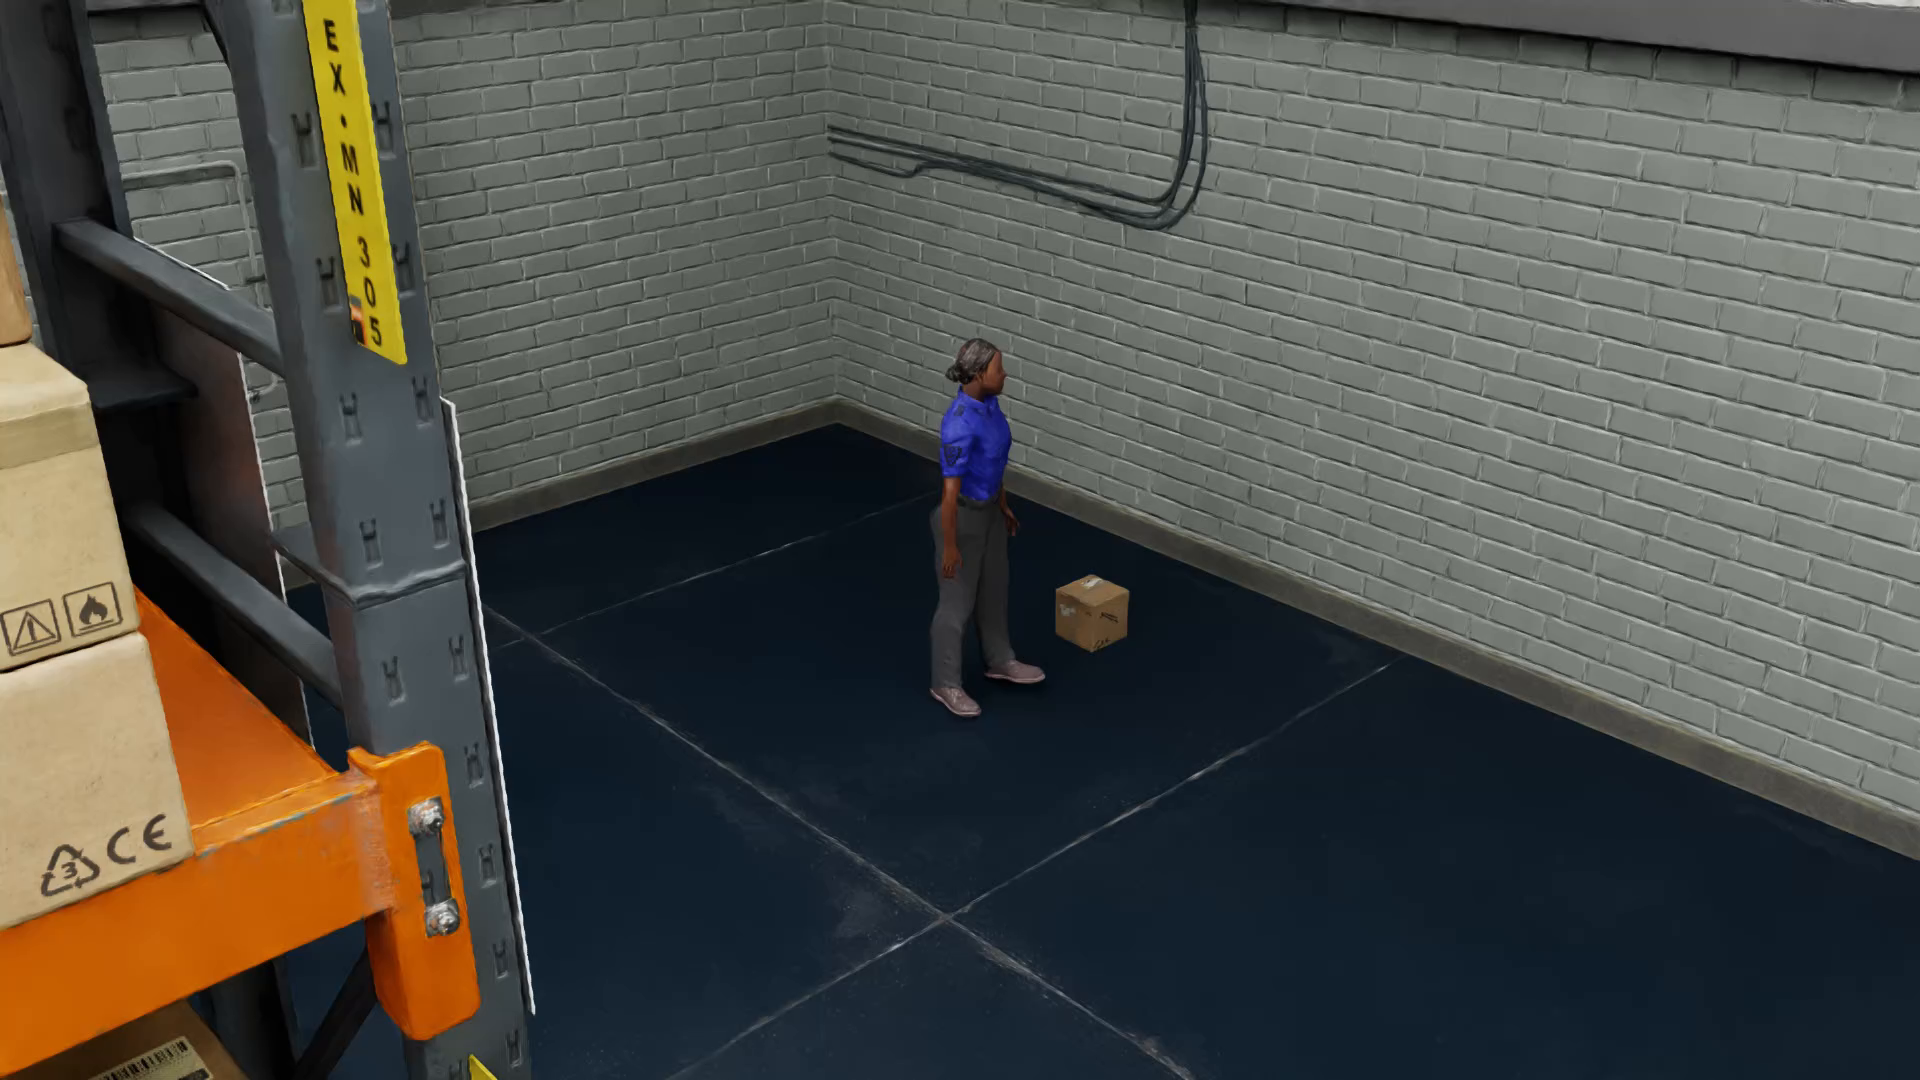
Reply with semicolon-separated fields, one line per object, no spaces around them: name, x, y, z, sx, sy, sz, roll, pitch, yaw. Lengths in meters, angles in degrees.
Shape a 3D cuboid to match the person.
person;0.116;-0.054;7.184;0.475;1.665;0.519;8;26;17
